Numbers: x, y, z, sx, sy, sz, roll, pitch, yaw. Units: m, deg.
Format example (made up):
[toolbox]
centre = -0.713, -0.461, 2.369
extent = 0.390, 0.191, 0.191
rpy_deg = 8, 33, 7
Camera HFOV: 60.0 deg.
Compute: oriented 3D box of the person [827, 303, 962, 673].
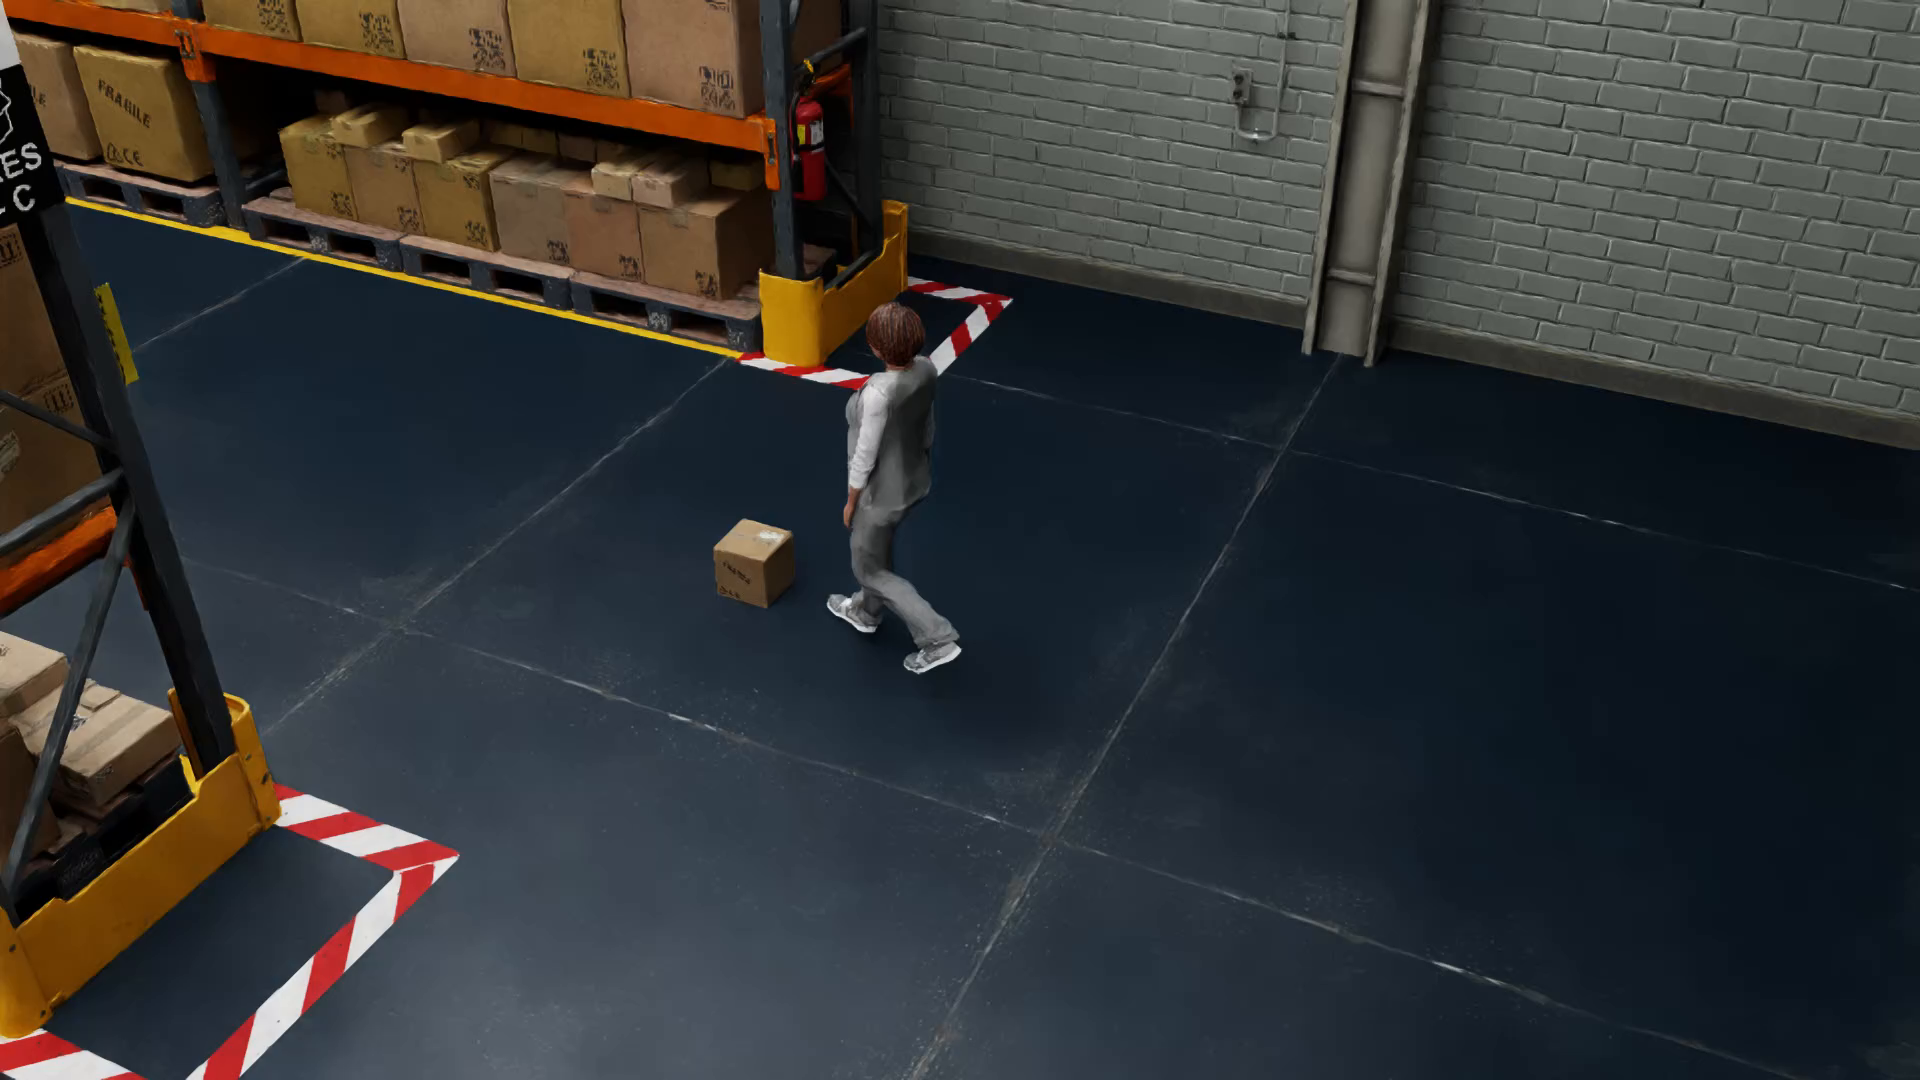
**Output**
[person]
centre = -0.283, -0.203, 6.442
extent = 0.772, 1.570, 0.425
rpy_deg = 19, 38, 25
